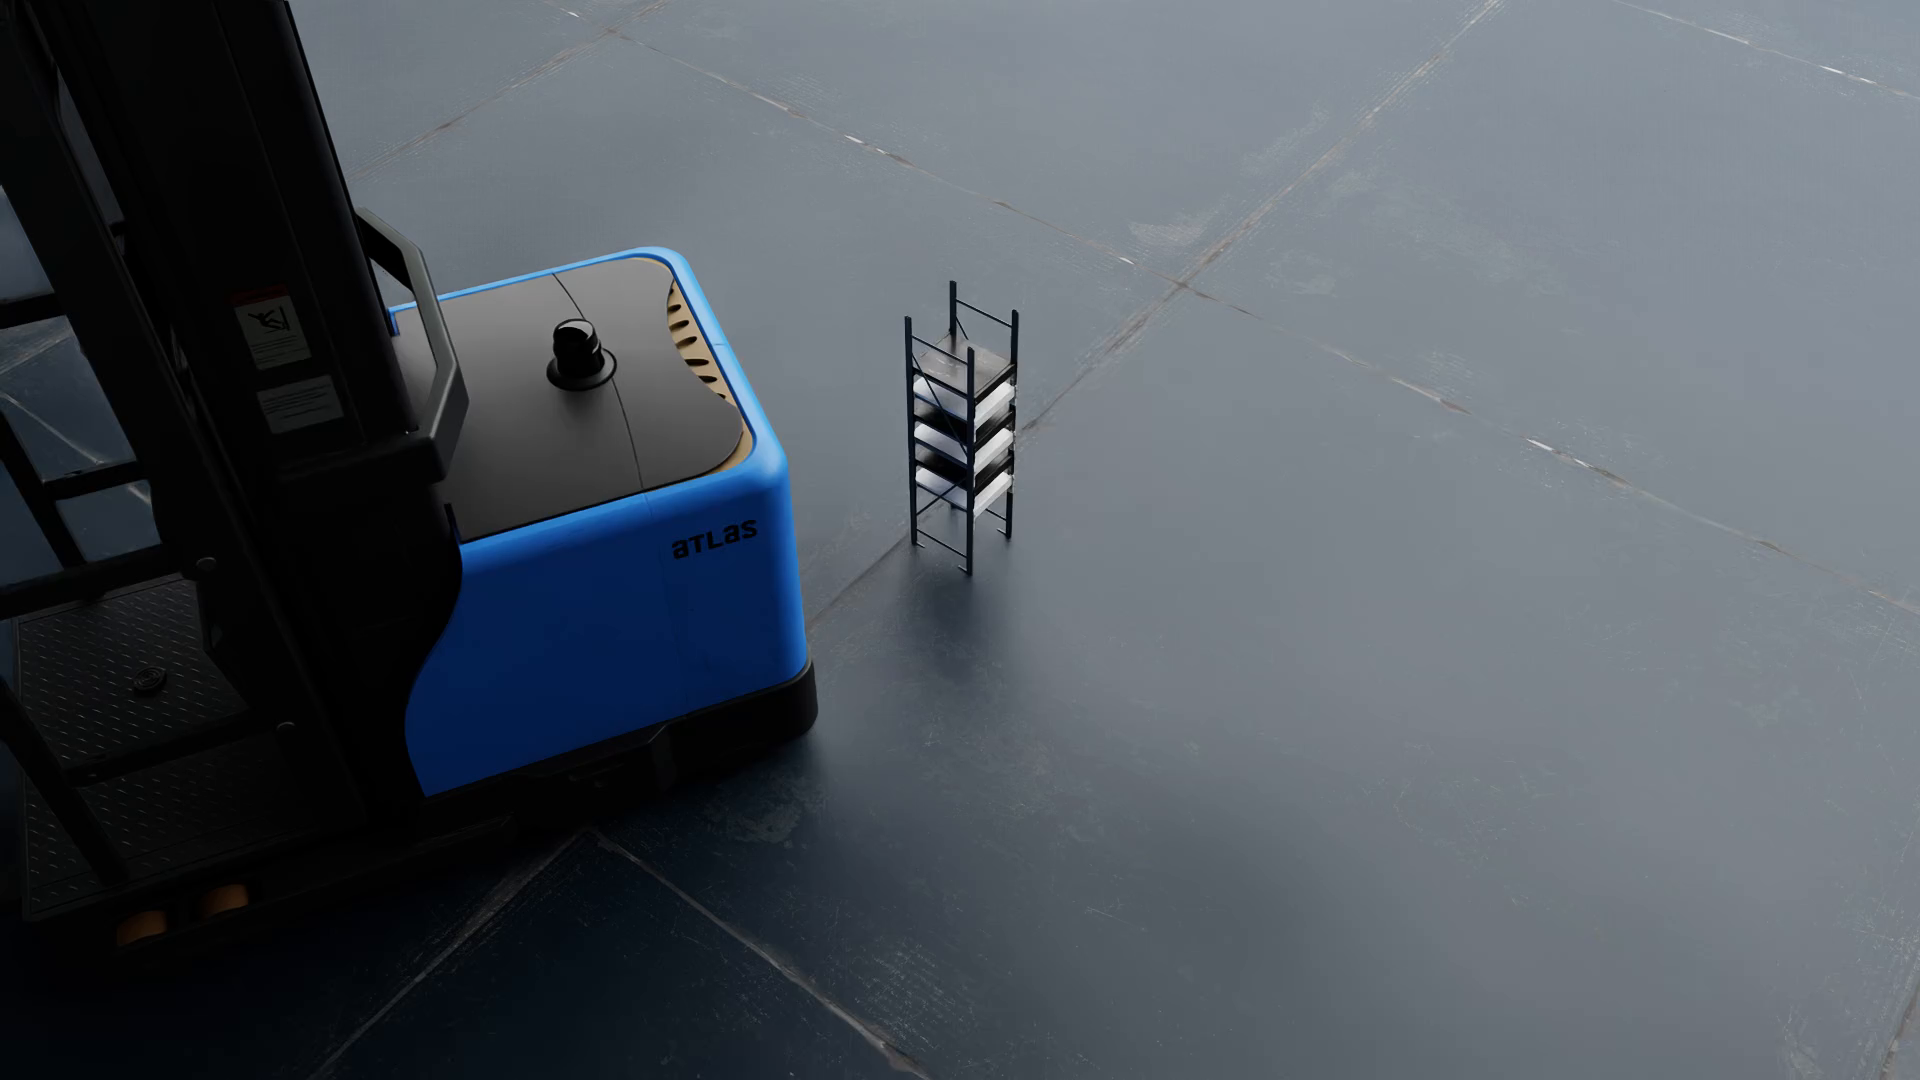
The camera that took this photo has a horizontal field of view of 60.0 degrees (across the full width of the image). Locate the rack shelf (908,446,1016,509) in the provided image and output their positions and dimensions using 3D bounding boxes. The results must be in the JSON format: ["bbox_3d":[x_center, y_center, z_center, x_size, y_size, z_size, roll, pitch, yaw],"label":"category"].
[{"bbox_3d":[0.005,-0.230,5.018,0.258,0.077,0.200,29,53,25],"label":"rack shelf"}]

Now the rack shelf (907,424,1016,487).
[{"bbox_3d":[0.005,-0.292,4.953,0.258,0.077,0.200,29,53,25],"label":"rack shelf"}]

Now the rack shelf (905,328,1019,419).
[{"bbox_3d":[0.005,-0.479,4.758,0.258,0.077,0.200,29,53,25],"label":"rack shelf"}]

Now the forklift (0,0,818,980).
[{"bbox_3d":[-1.967,-0.360,3.567,3.031,2.935,1.130,-17,49,-16],"label":"forklift"}]

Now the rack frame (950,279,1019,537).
[{"bbox_3d":[0.067,-0.374,4.985,0.240,0.900,0.006,29,53,25],"label":"rack frame"}]

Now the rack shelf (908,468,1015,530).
[{"bbox_3d":[0.005,-0.168,5.083,0.258,0.077,0.200,29,53,25],"label":"rack shelf"}]

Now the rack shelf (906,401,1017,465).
[{"bbox_3d":[0.005,-0.355,4.888,0.258,0.077,0.200,29,53,25],"label":"rack shelf"}]

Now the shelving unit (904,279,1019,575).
[{"bbox_3d":[0.005,-0.315,4.929,0.258,0.900,0.210,29,53,25],"label":"shelving unit"}]

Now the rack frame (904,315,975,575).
[{"bbox_3d":[-0.057,-0.257,4.873,0.240,0.900,0.006,29,53,25],"label":"rack frame"}]

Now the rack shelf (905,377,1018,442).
[{"bbox_3d":[0.005,-0.417,4.823,0.258,0.077,0.200,29,53,25],"label":"rack shelf"}]
